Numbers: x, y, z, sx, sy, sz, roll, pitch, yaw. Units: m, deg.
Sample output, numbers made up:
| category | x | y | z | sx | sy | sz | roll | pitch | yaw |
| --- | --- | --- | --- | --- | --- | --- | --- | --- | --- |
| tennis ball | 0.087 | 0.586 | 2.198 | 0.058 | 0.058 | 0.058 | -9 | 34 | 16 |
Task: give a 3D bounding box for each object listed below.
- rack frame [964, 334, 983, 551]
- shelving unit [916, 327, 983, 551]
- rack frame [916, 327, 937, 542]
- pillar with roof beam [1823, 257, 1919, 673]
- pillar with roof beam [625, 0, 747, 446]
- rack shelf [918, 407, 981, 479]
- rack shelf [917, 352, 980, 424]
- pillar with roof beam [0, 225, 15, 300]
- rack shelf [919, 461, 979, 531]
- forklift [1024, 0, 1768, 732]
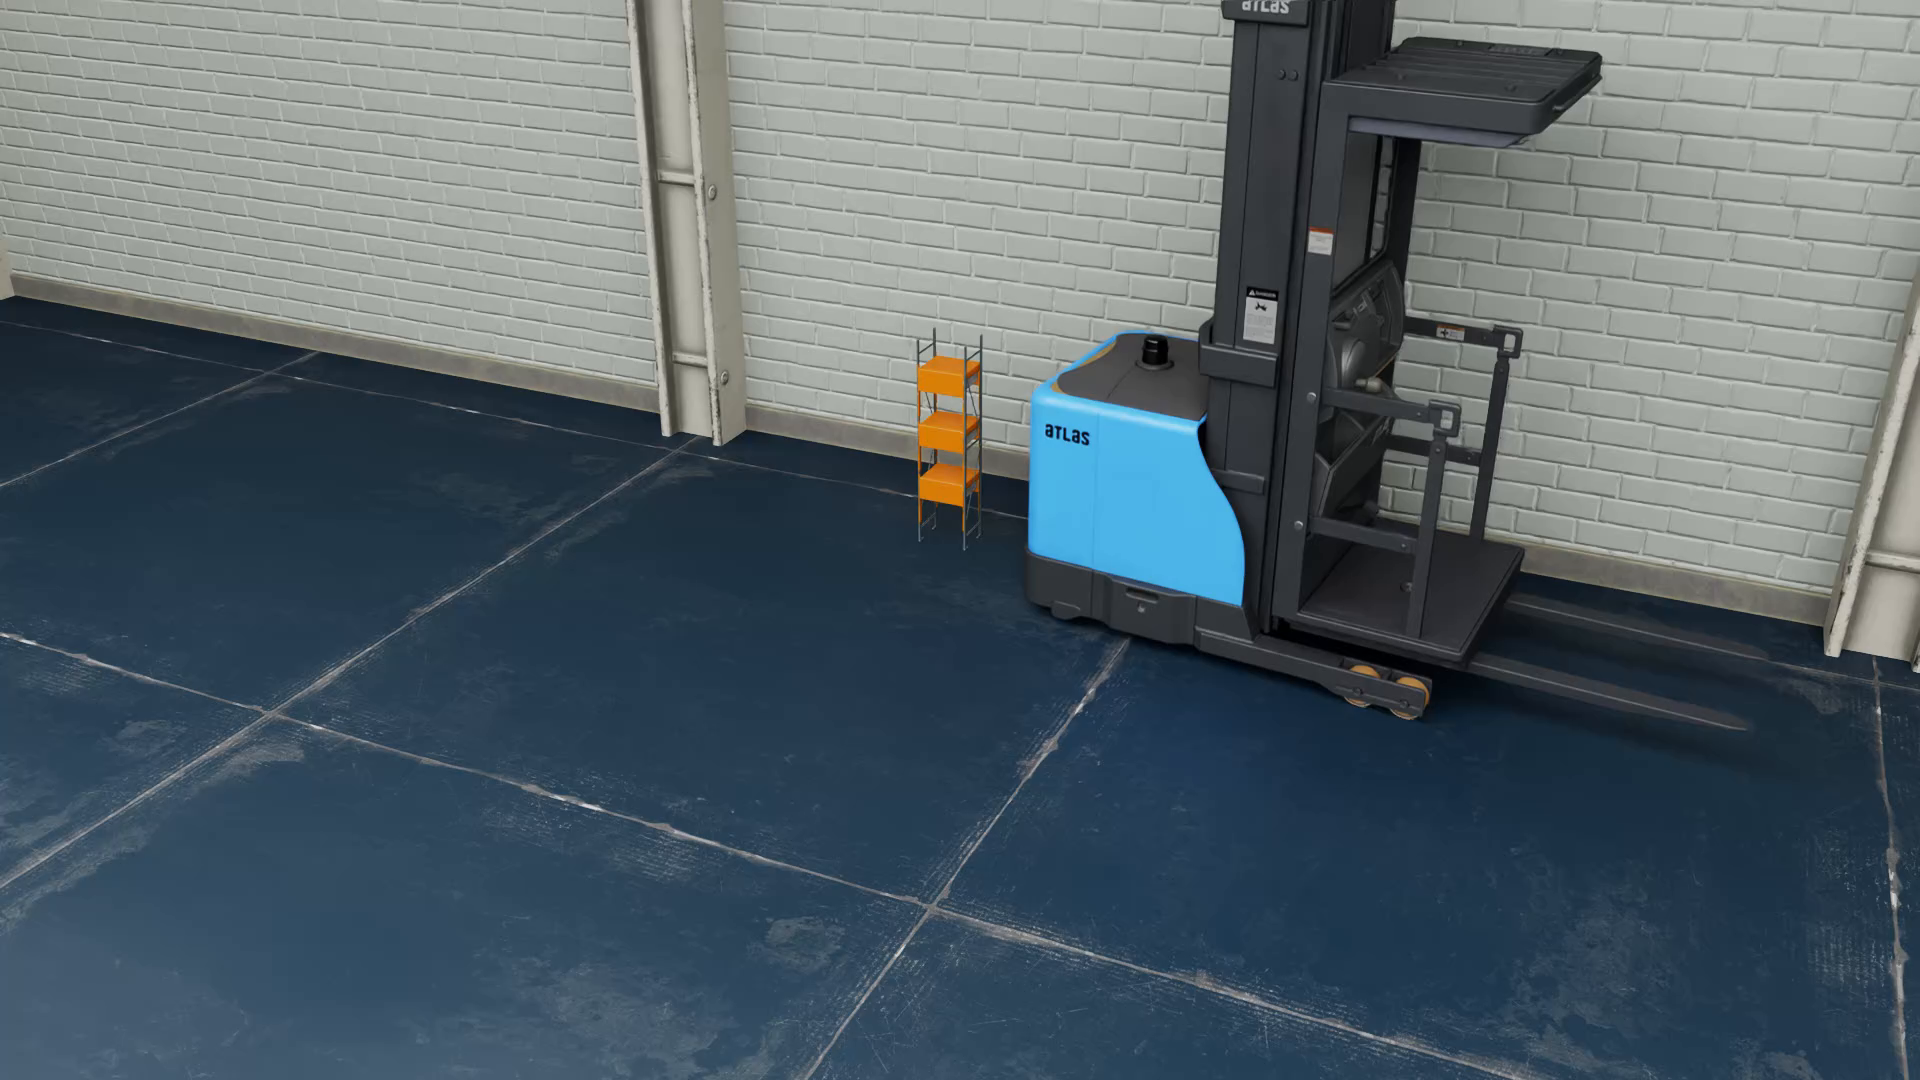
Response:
| category | x | y | z | sx | sy | sz | roll | pitch | yaw |
| --- | --- | --- | --- | --- | --- | --- | --- | --- | --- |
| rack frame | 0.062 | -0.458 | 7.993 | 0.008 | 1.050 | 0.200 | 11 | 28 | 22 |
| shelving unit | -0.049 | -0.481 | 8.038 | 0.252 | 1.050 | 0.215 | 11 | 28 | 22 |
| rack frame | -0.160 | -0.503 | 8.083 | 0.008 | 1.050 | 0.200 | 11 | 28 | 22 |
| pillar with roof beam | 2.224 | -1.833 | 1.784 | 0.400 | 9.000 | 9.100 | 11 | 28 | 22 |
| pillar with roof beam | -3.238 | -2.930 | 4.013 | 0.400 | 9.000 | 9.100 | 11 | 28 | 22 |
| rack shelf | -0.049 | -0.471 | 8.043 | 0.240 | 0.259 | 0.215 | 11 | 28 | 22 |
| rack shelf | -0.049 | -0.726 | 7.917 | 0.240 | 0.259 | 0.215 | 11 | 28 | 22 |
| pillar with roof beam | -8.700 | -4.027 | 6.241 | 0.400 | 9.000 | 9.100 | 11 | 28 | 22 |
| rack shelf | -0.049 | -0.222 | 8.165 | 0.240 | 0.259 | 0.215 | 11 | 28 | 22 |
| forklift | 1.827 | -0.854 | 6.667 | 3.031 | 2.935 | 1.130 | 14 | 30 | 26 |
